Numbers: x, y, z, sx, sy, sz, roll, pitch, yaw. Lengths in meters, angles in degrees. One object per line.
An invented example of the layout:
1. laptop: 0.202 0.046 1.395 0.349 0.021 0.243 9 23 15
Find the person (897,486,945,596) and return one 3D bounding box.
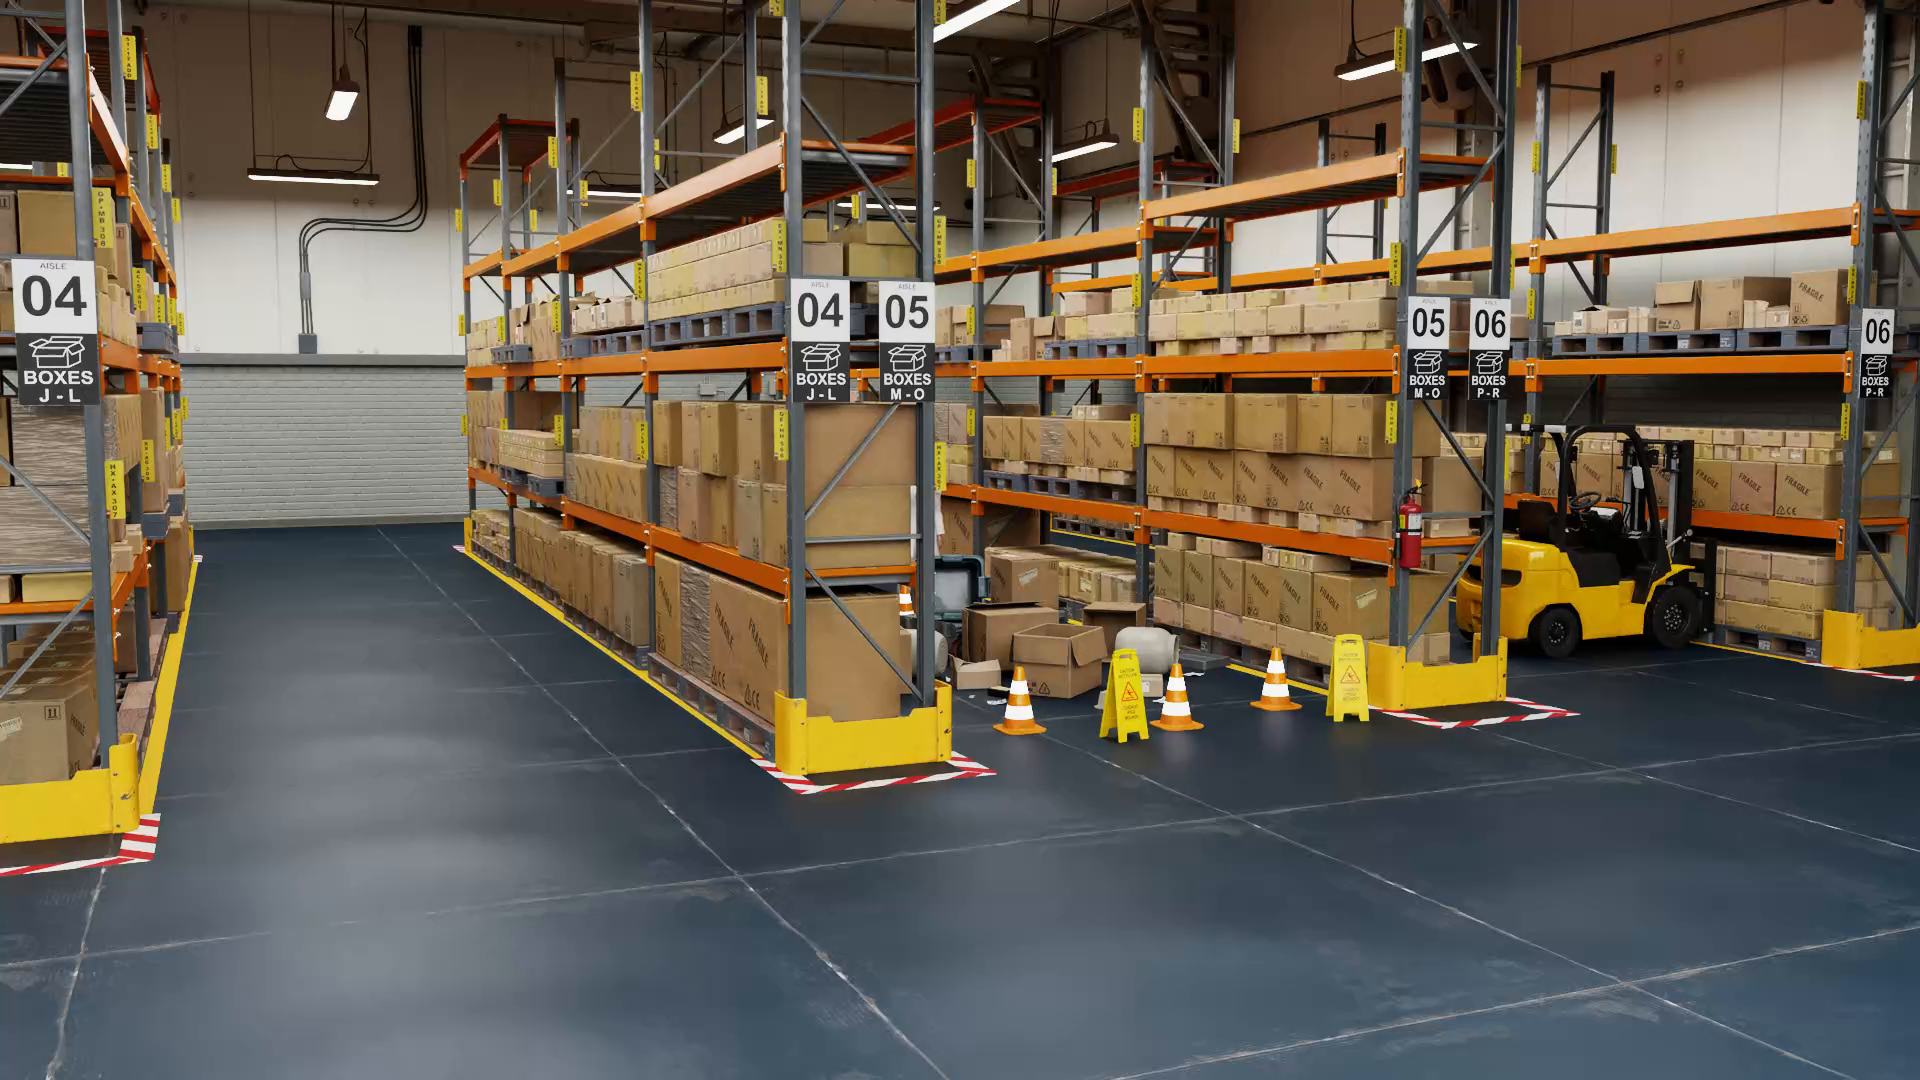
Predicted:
1. person: -0.463 -0.034 18.052 0.640 1.773 0.426 -2 6 -24
